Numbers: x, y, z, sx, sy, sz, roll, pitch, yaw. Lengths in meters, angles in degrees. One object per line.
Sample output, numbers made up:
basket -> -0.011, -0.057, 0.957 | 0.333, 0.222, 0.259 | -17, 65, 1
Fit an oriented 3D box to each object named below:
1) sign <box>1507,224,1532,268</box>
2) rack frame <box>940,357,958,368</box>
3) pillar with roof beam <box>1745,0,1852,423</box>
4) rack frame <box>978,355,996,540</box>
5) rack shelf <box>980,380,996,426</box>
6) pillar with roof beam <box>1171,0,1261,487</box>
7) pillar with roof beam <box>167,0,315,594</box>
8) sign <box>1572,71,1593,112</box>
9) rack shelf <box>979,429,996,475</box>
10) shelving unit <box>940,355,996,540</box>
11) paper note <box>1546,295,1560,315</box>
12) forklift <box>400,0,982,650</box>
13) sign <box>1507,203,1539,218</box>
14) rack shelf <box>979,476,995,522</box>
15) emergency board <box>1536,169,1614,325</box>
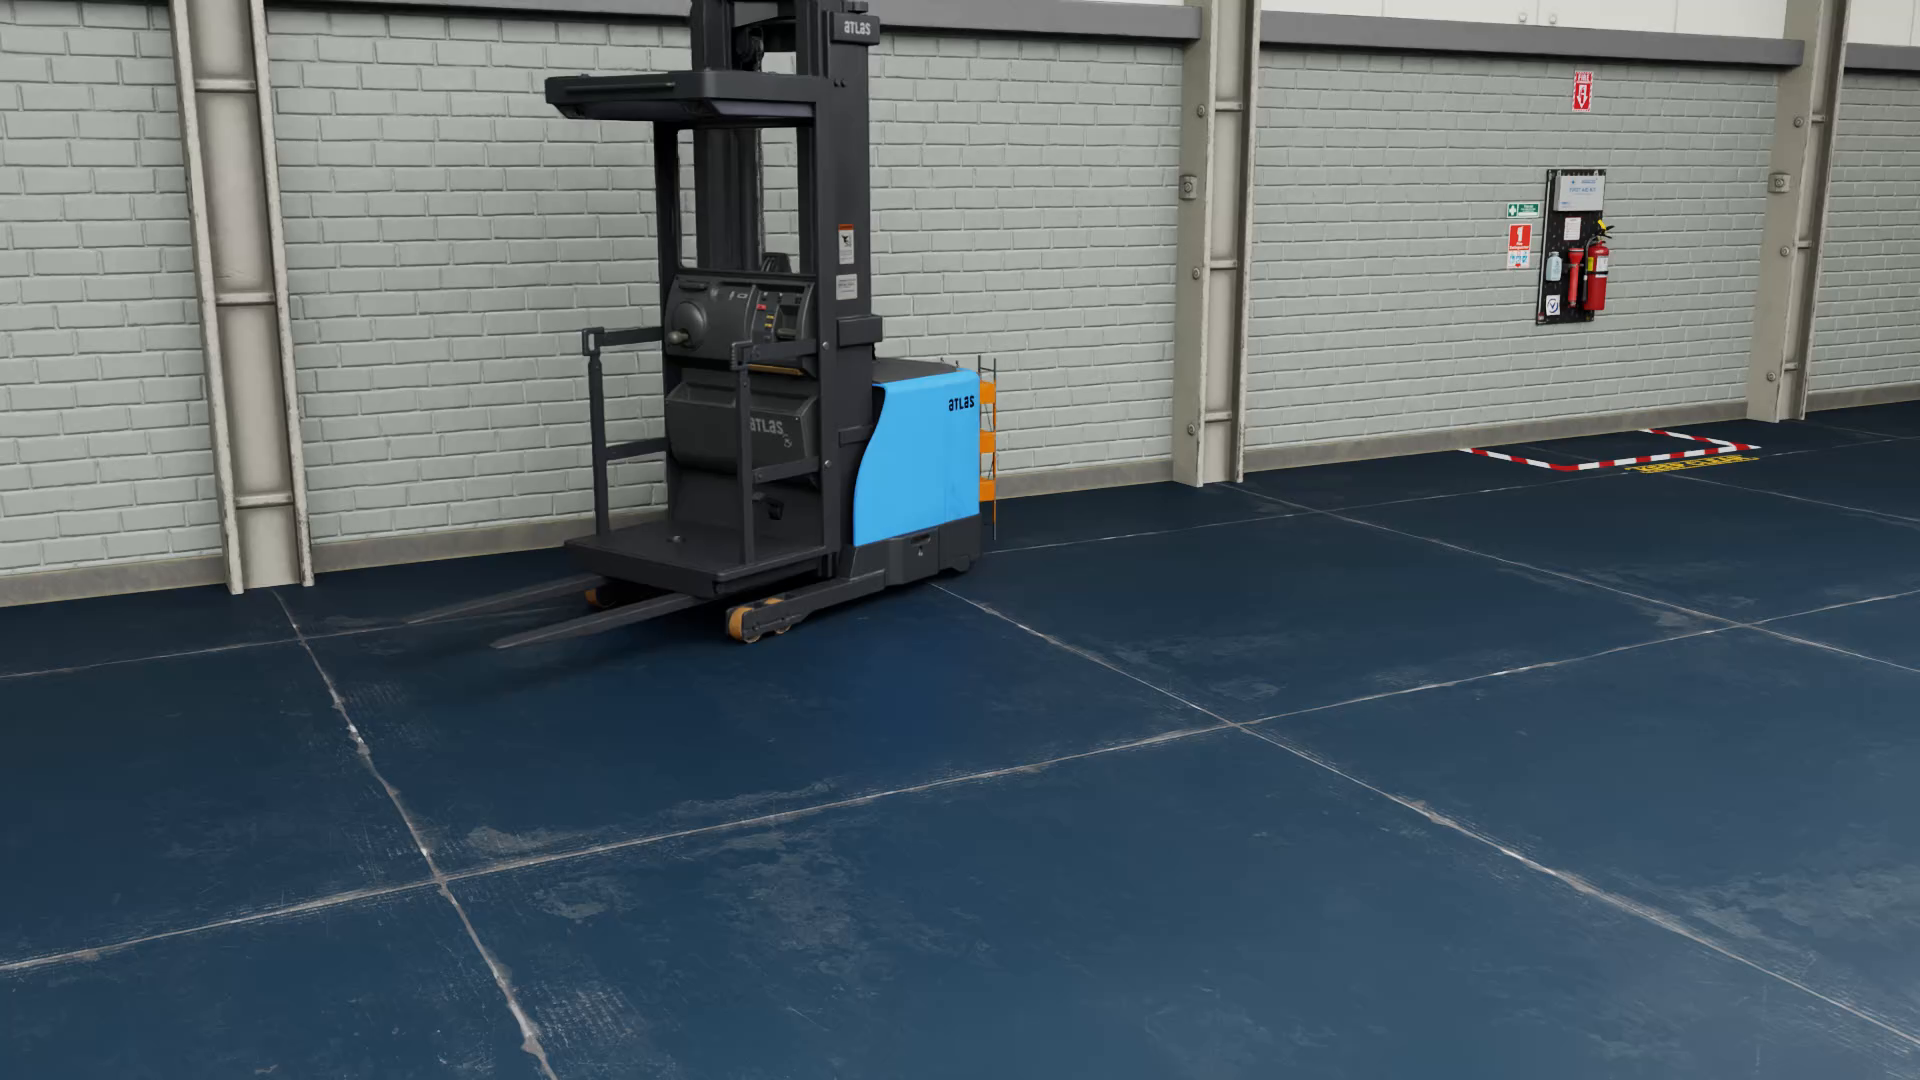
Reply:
sign -> 4.237, -2.228, 12.595 | 0.234, 0.329, 0.001 | -7, 14, -28
rack frame -> -0.060, -0.505, 9.462 | 0.008, 1.050, 0.200 | -7, 14, -28
pillar with roof beam -> 9.022, -4.598, 9.547 | 0.400, 9.000, 9.100 | -7, 14, -28
rack frame -> 0.154, -0.531, 9.576 | 0.008, 1.050, 0.200 | -7, 14, -28
rack shelf -> 0.047, -0.784, 9.459 | 0.240, 0.259, 0.215 | -7, 14, -28
pillar with roof beam -> 3.756, -3.967, 6.742 | 0.400, 9.000, 9.100 | -7, 14, -28
pillar with roof beam -> -1.511, -3.336, 3.937 | 0.400, 9.000, 9.100 | -7, 14, -28
sign -> 4.717, -3.398, 12.596 | 0.199, 0.298, 0.001 | -7, 14, -28
rack shelf -> 0.047, -0.507, 9.521 | 0.240, 0.259, 0.215 | -7, 14, -28
shelving unit -> 0.047, -0.518, 9.519 | 0.252, 1.050, 0.215 | -7, 14, -28
paper note -> 4.583, -1.814, 12.842 | 0.142, 0.148, 0.016 | -7, 14, -28
forklift -> -1.185, -1.085, 7.755 | 1.130, 2.935, 3.031 | 10, 16, 37
sign -> 4.245, -2.485, 12.531 | 0.331, 0.109, 0.001 | -7, 14, -28
rack shelf -> 0.047, -0.236, 9.582 | 0.240, 0.259, 0.215 | -7, 14, -28
emergency board -> 4.772, -2.249, 12.769 | 0.643, 1.169, 0.194 | -7, 14, -28
